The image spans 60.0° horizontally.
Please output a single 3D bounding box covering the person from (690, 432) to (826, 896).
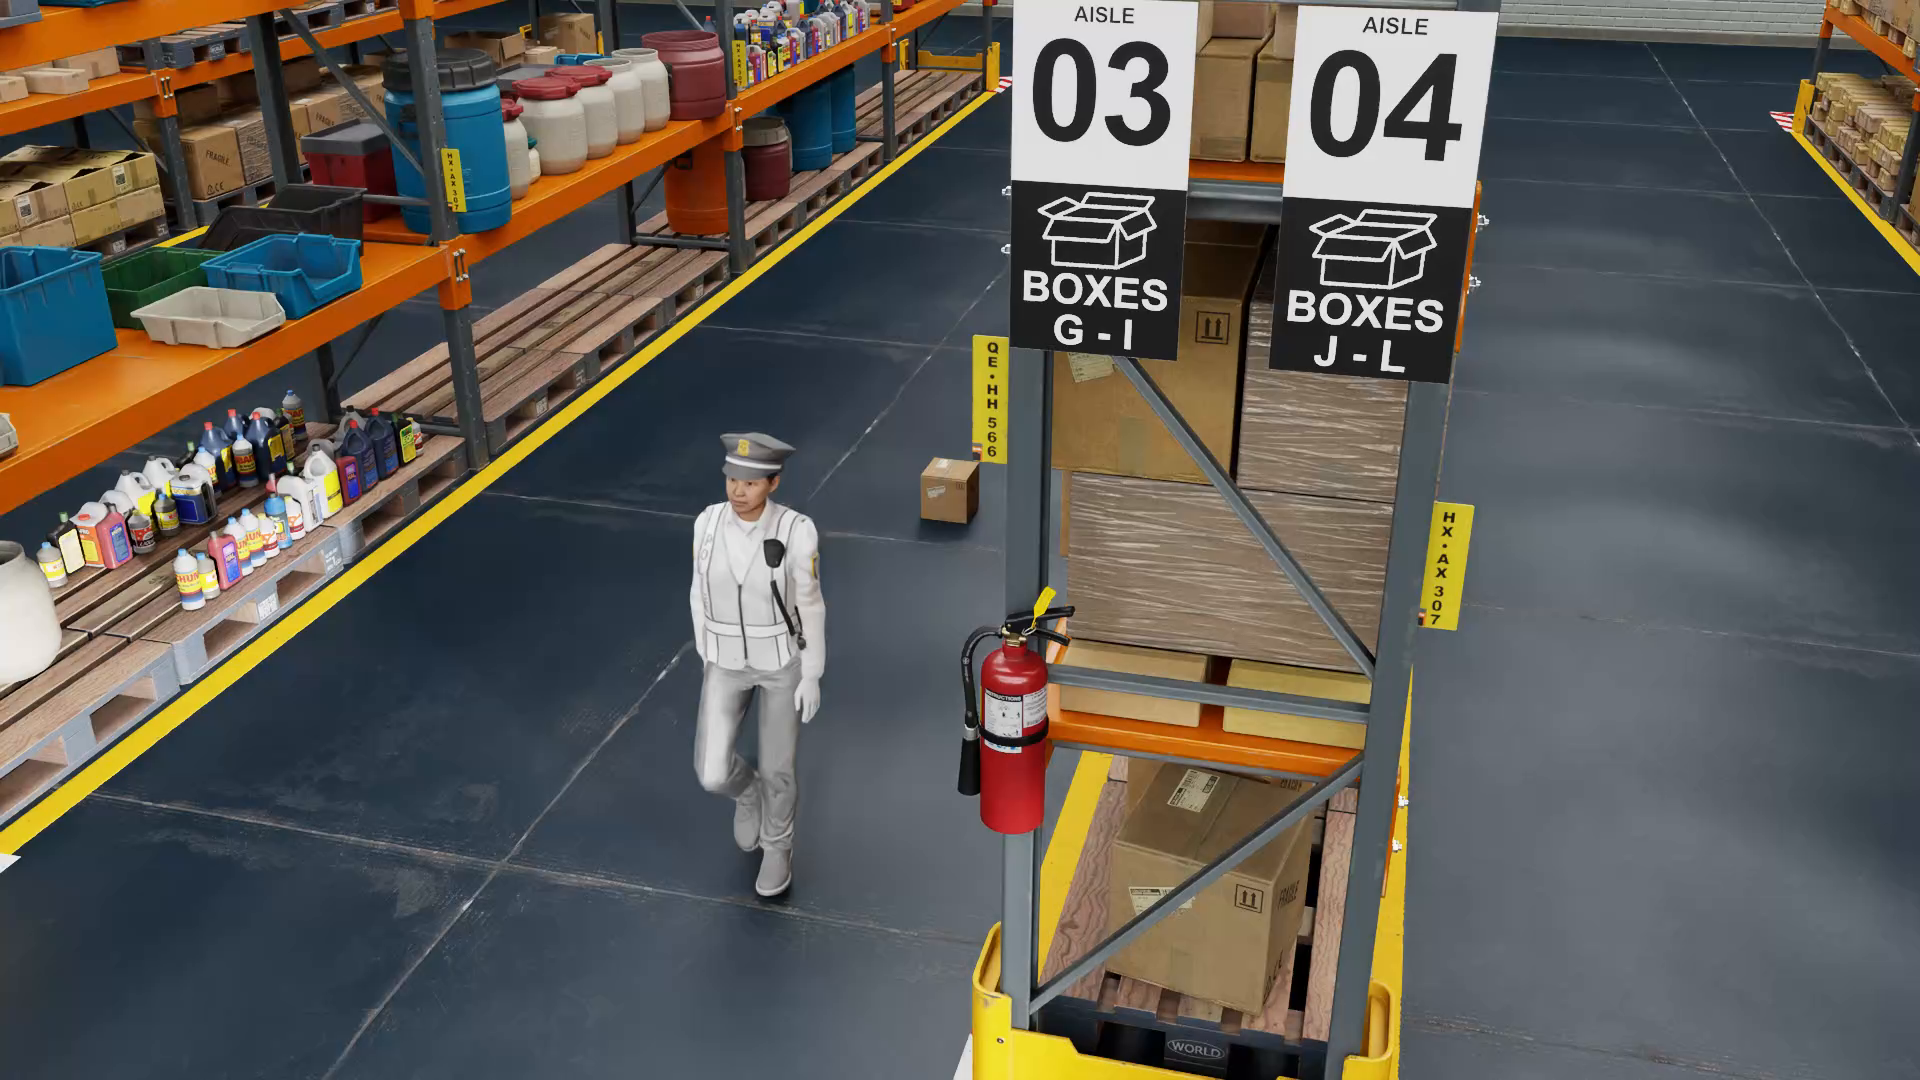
[{"bbox_3d":[-0.689,0.416,5.649,0.486,1.682,0.448,4,26,8],"label":"person"}]
